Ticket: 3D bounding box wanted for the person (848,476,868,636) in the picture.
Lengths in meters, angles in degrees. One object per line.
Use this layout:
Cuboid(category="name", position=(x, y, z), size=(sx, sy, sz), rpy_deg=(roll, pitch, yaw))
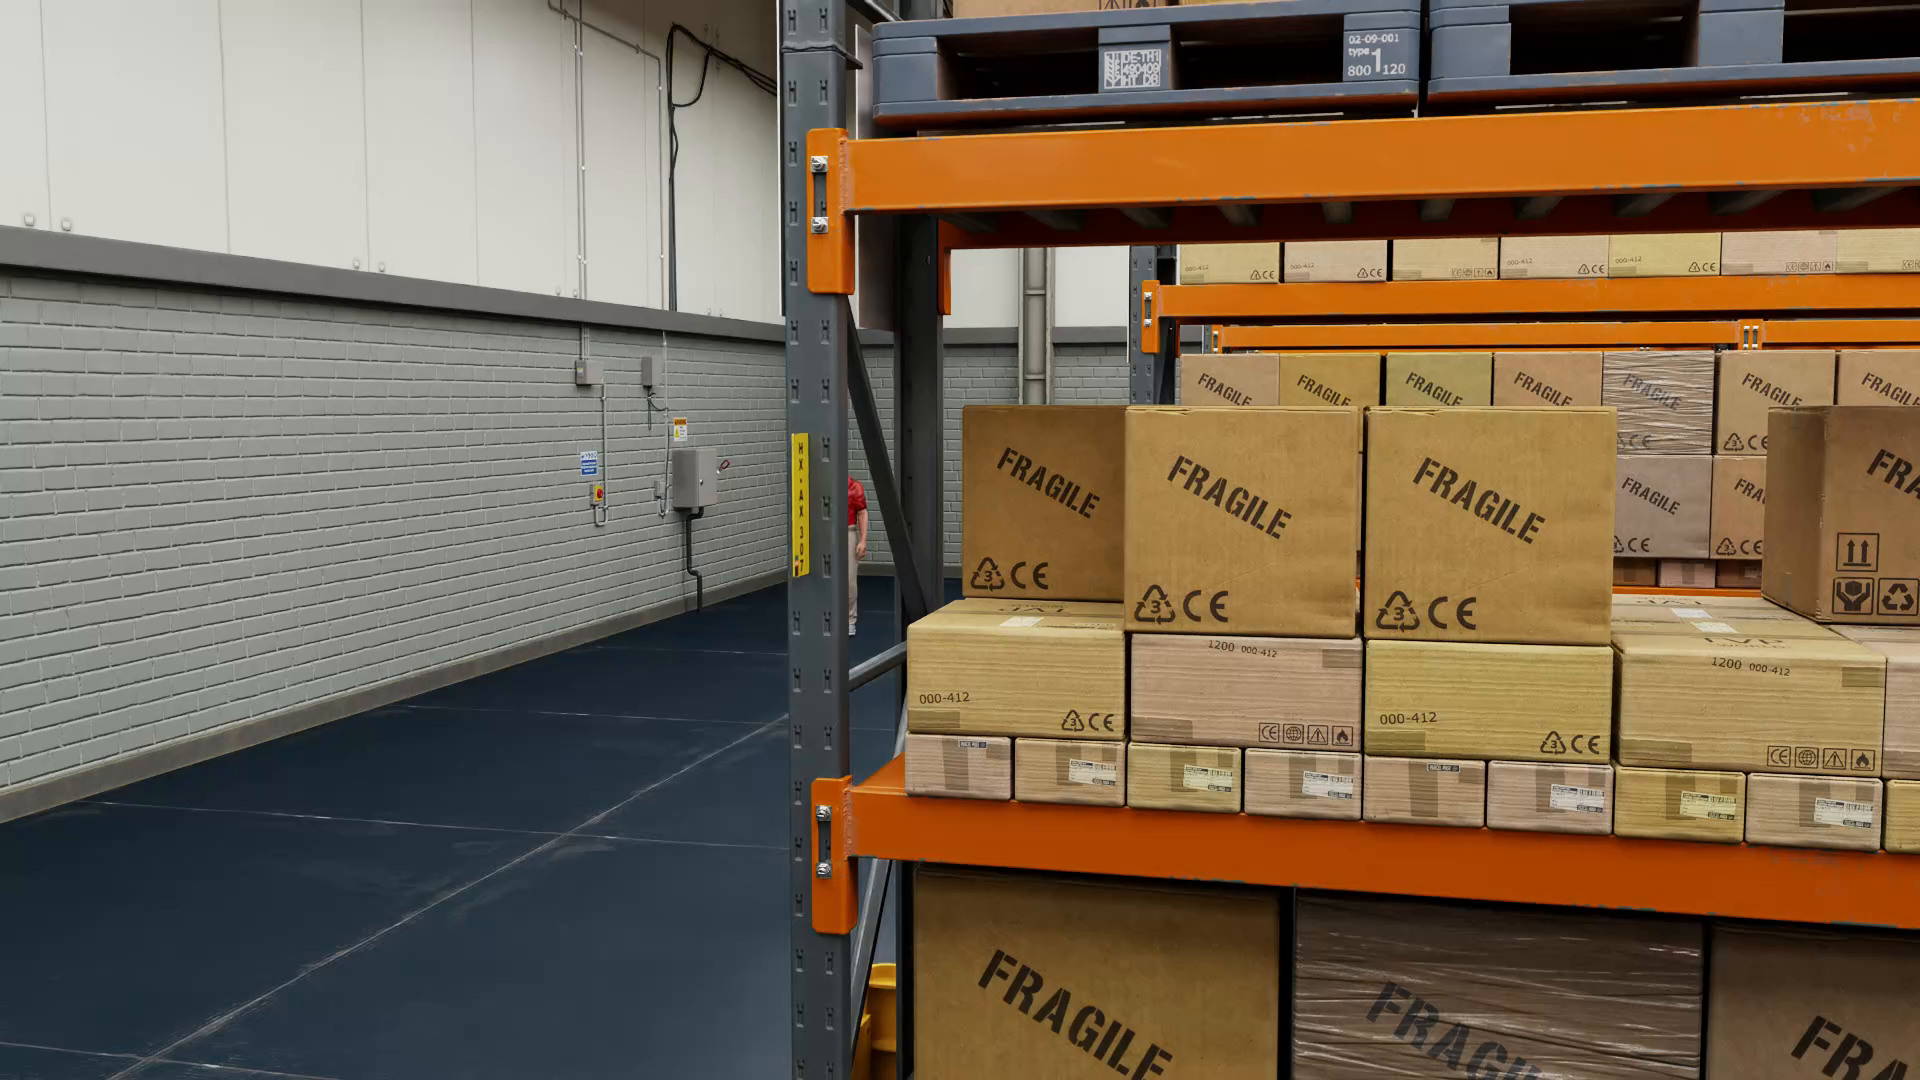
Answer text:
Cuboid(category="person", position=(-1.172, 0.076, 15.725), size=(0.603, 1.638, 0.393), rpy_deg=(1, 5, 11))
